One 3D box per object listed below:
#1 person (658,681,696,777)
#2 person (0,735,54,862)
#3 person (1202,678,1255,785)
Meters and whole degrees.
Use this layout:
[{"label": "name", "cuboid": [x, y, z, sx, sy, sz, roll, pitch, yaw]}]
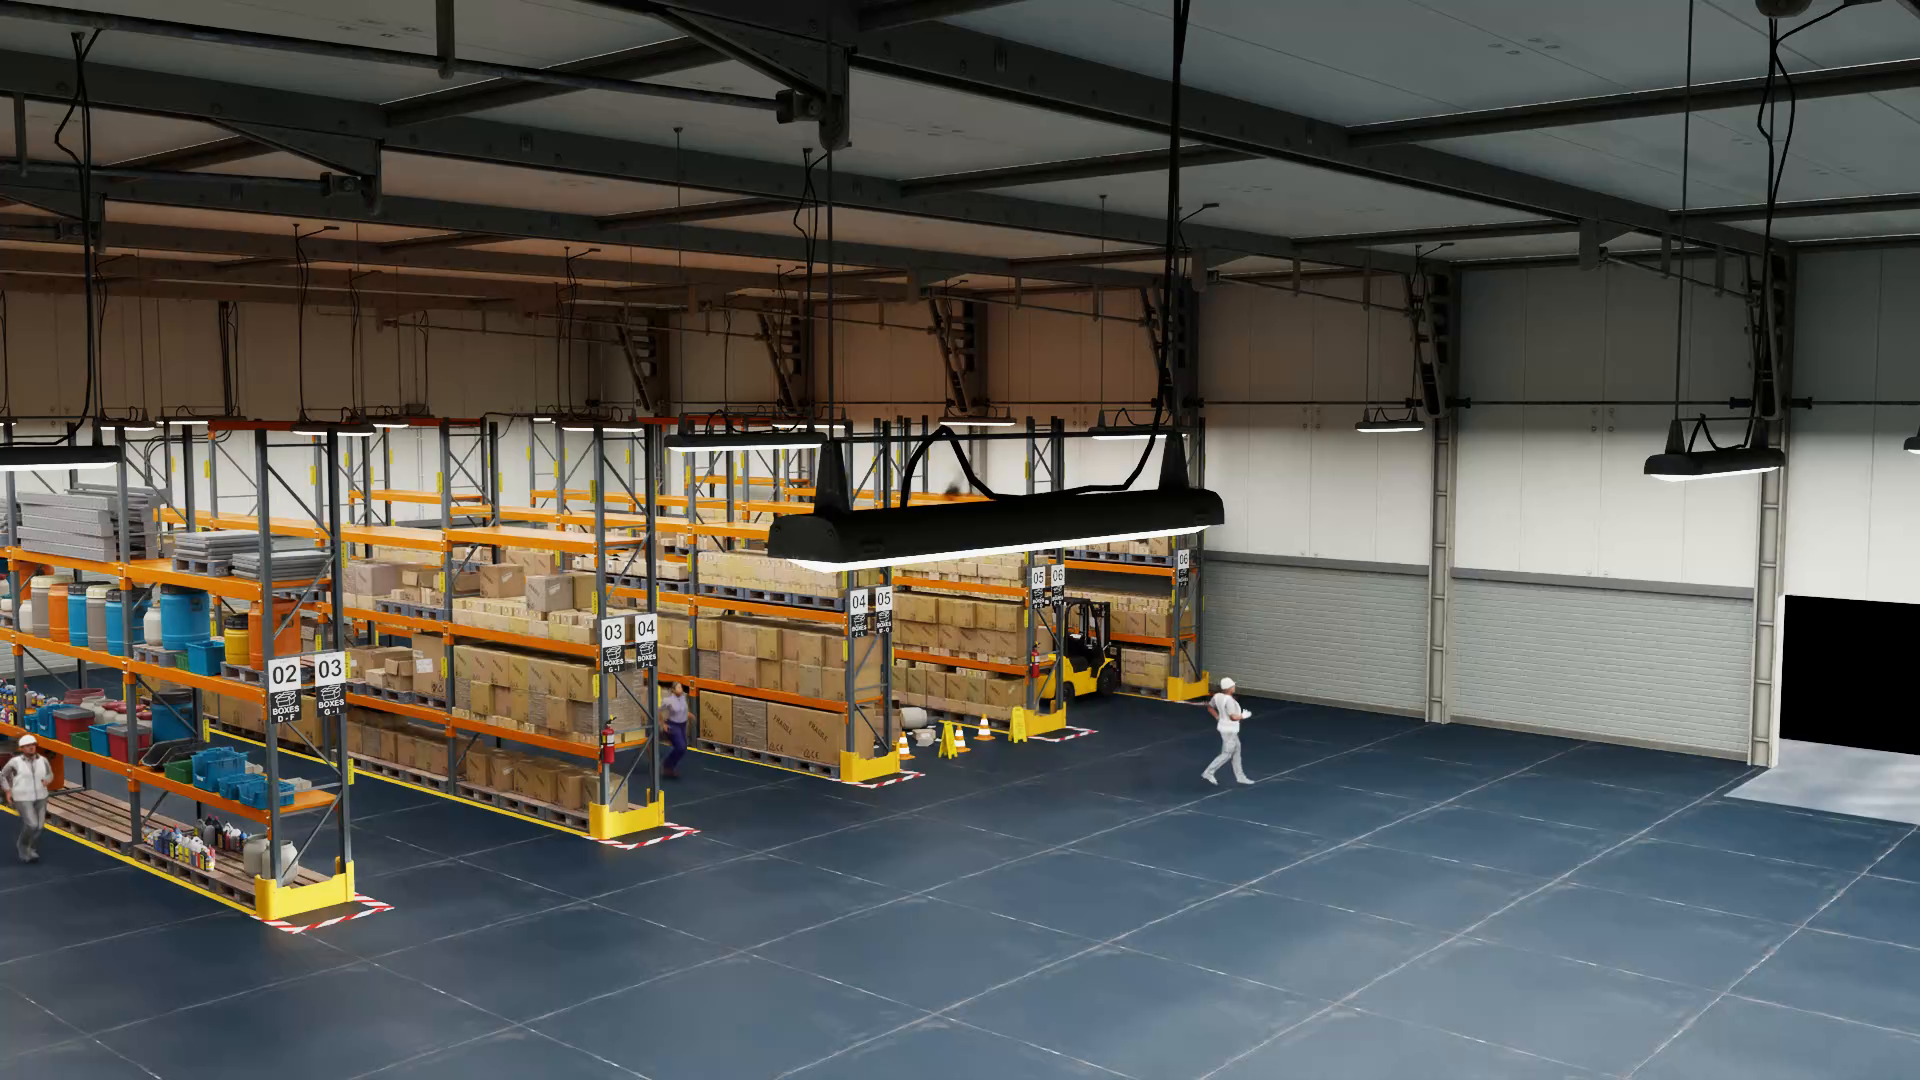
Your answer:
[{"label": "person", "cuboid": [-4.749, 3.191, 28.062, 0.569, 1.617, 0.612, 3, 5, 29]}, {"label": "person", "cuboid": [-12.754, 3.549, 22.830, 0.663, 1.742, 0.634, 3, 6, 36]}, {"label": "person", "cuboid": [4.407, 3.141, 27.243, 0.929, 1.779, 0.683, -1, 5, -7]}]
